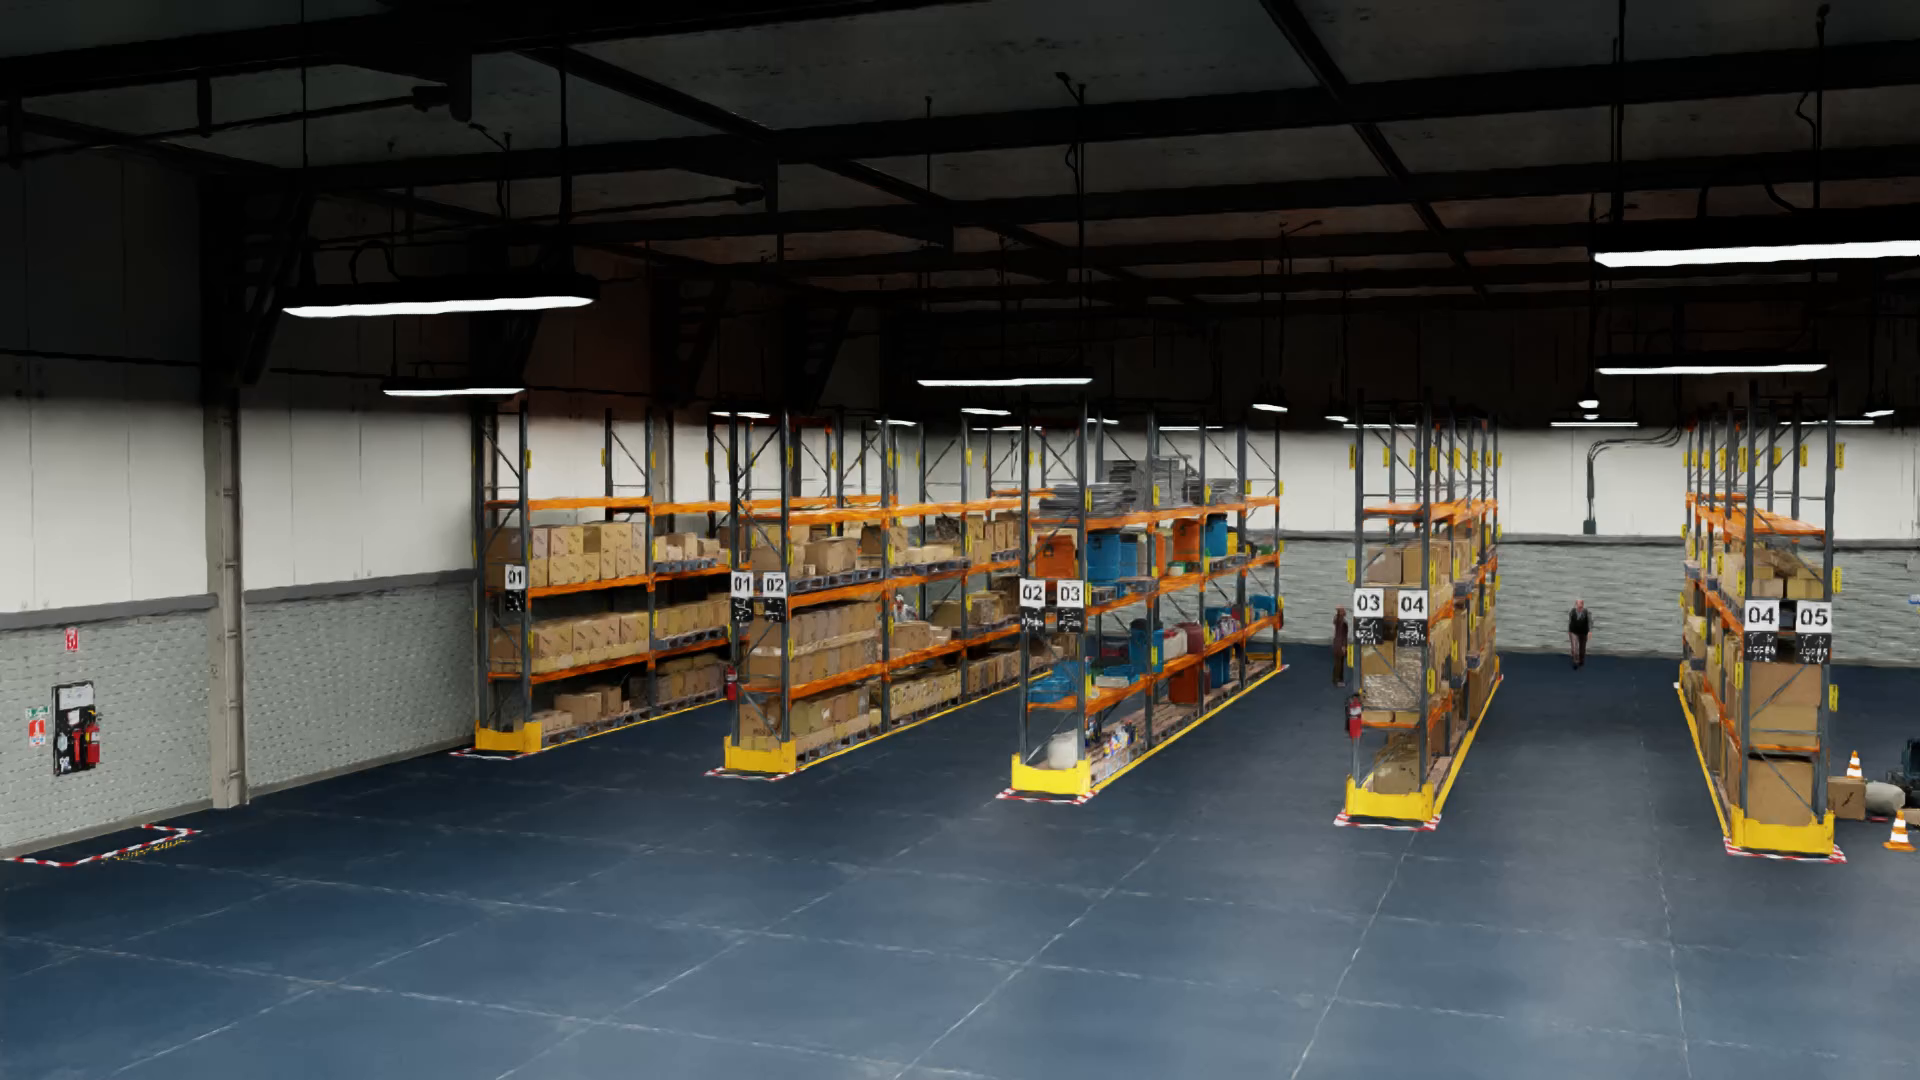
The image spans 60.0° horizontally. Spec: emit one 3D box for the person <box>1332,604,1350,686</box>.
[{"bbox_3d":[8.414,2.307,36.674,0.444,1.783,0.678,0,3,5],"label":"person"}]

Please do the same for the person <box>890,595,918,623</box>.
[{"bbox_3d":[-1.404,2.182,40.614,0.688,1.712,0.782,1,3,26],"label":"person"}]

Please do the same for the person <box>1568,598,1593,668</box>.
[{"bbox_3d":[14.919,2.223,39.991,0.553,1.673,1.030,1,3,20],"label":"person"}]

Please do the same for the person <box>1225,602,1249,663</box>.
[{"bbox_3d":[6.397,2.256,39.032,0.534,1.604,0.948,3,4,43],"label":"person"}]
